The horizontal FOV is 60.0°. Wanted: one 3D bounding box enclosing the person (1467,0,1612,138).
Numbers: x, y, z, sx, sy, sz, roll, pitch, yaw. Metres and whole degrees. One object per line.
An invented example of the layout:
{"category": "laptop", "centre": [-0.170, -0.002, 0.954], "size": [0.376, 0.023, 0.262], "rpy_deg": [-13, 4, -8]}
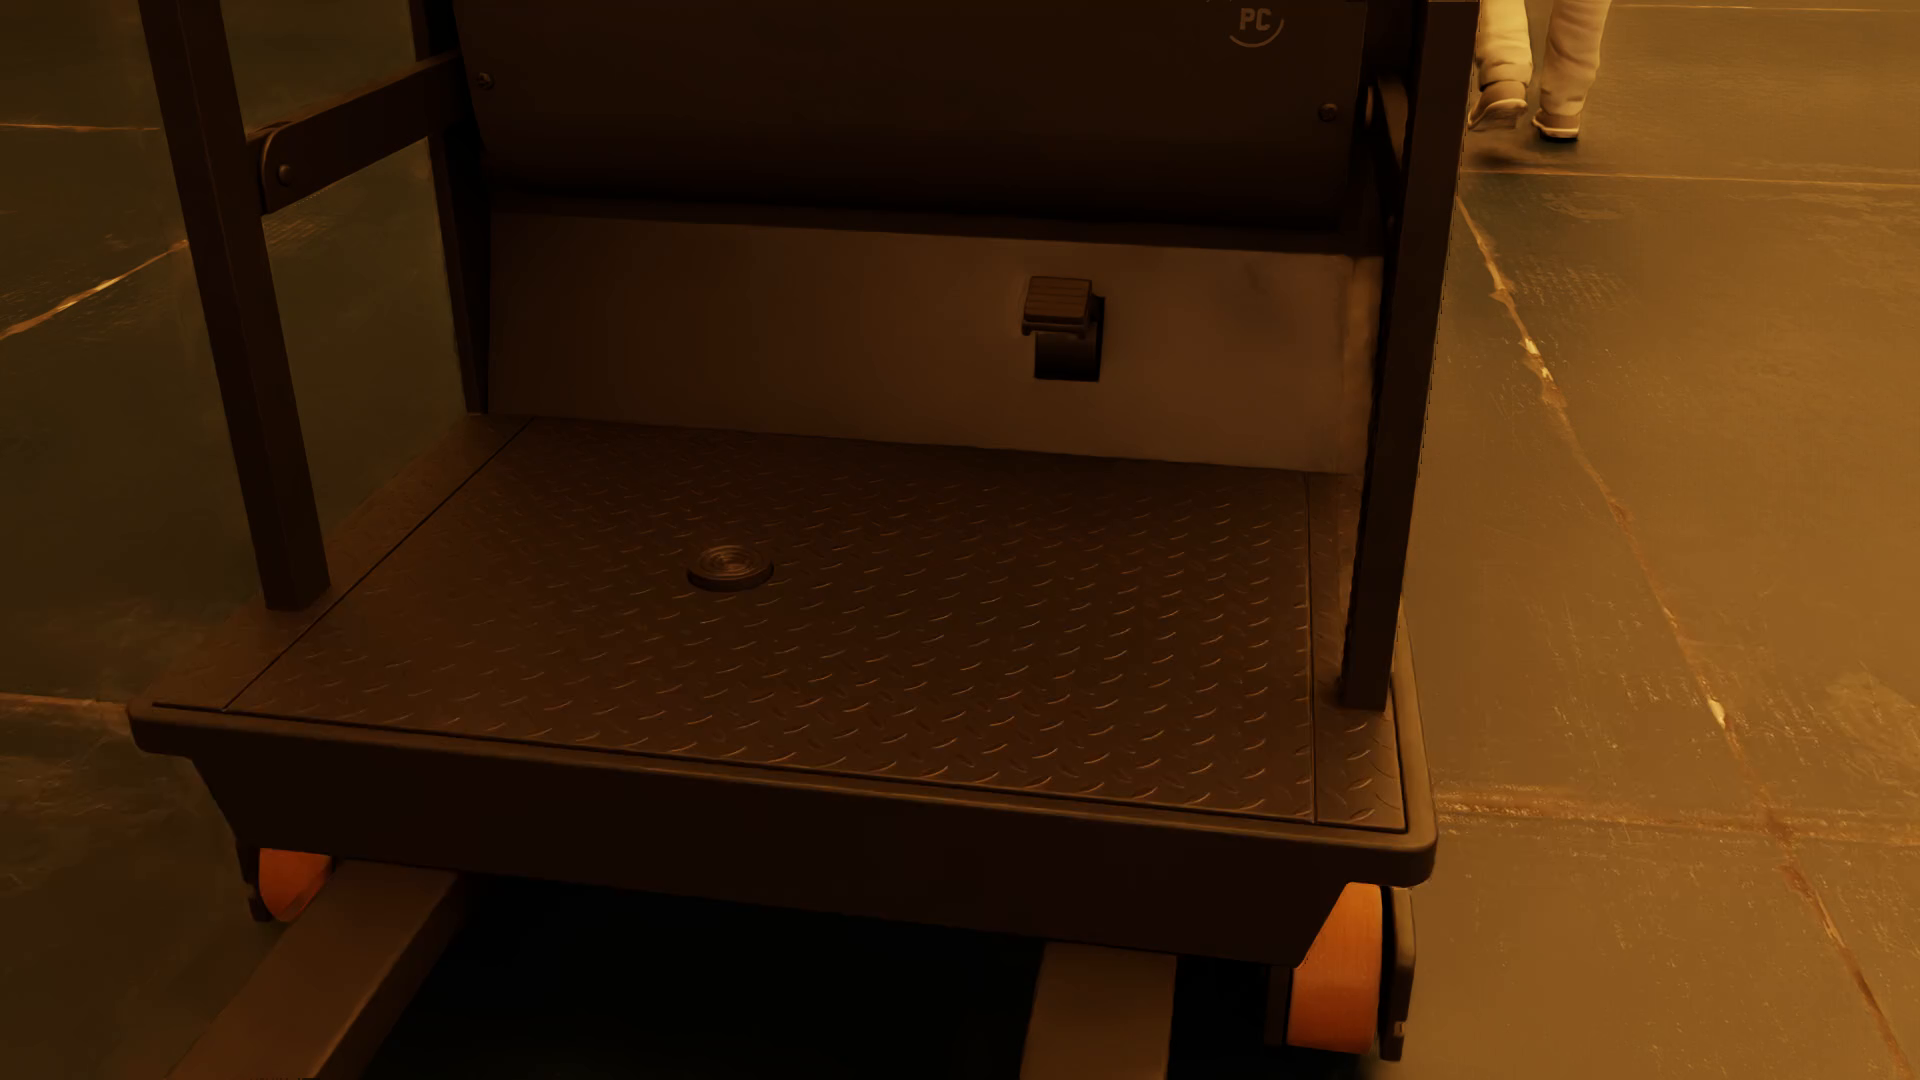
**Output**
{"category": "person", "centre": [1.657, -1.926, 4.434], "size": [0.870, 1.730, 0.697], "rpy_deg": [3, 27, 7]}

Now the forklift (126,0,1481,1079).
{"category": "forklift", "centre": [-0.096, -1.012, 1.244], "size": [1.130, 2.935, 3.031], "rpy_deg": [5, 27, 9]}
